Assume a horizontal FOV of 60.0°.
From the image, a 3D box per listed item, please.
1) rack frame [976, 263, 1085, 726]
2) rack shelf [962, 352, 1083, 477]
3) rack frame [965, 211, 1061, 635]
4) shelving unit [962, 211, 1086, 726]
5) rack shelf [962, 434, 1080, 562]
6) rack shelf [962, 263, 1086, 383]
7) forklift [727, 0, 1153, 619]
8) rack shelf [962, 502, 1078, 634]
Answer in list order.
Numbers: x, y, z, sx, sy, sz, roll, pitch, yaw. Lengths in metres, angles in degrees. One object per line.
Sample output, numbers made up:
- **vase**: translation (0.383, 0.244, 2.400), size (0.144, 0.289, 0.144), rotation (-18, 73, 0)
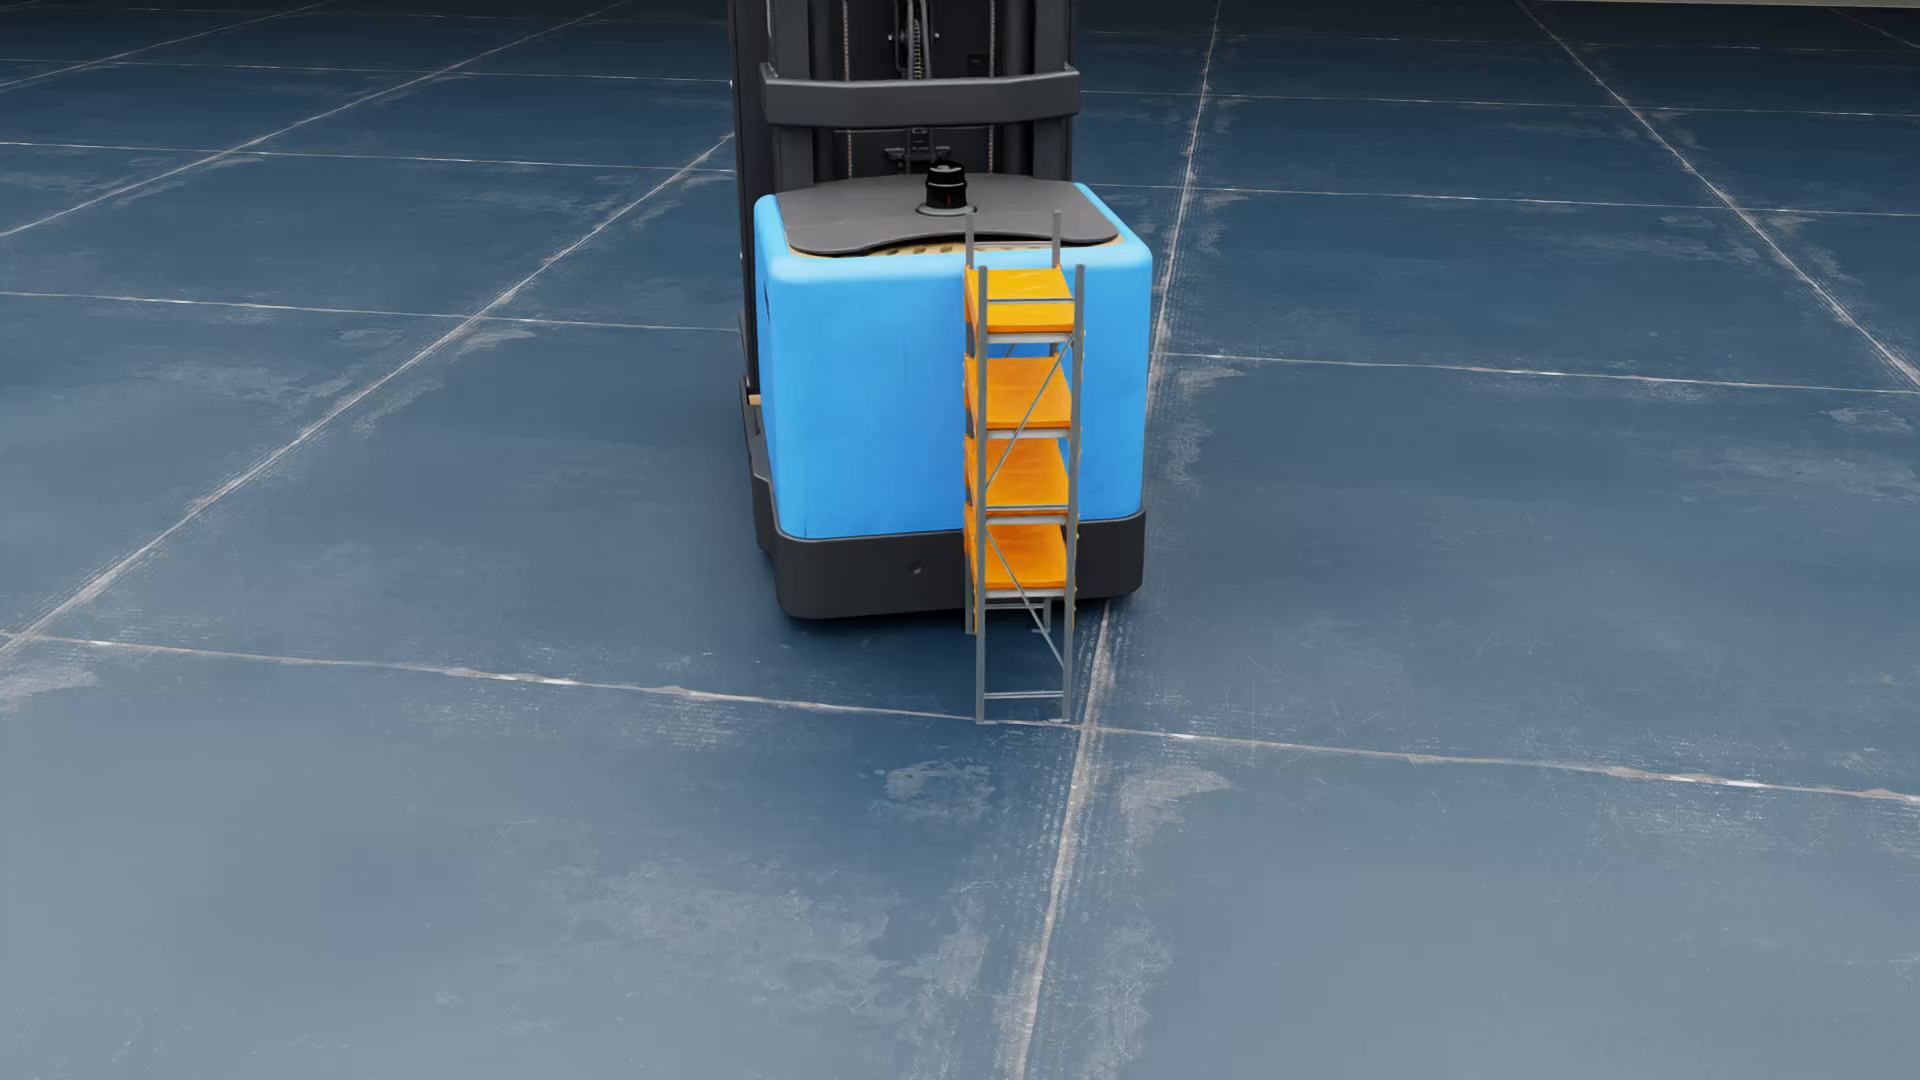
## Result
- **rack frame**: translation (0.161, -0.075, 3.995), size (0.240, 1.200, 0.015), rotation (-1, 25, -3)
- **rack shelf**: translation (0.148, -0.320, 4.150), size (0.258, 0.148, 0.480), rotation (-1, 25, -3)
- **rack frame**: translation (0.134, -0.282, 4.437), size (0.240, 1.200, 0.015), rotation (-1, 25, -3)
- **shelving unit**: translation (0.148, -0.178, 4.216), size (0.258, 1.200, 0.503), rotation (-1, 25, -3)
- **rack shelf**: translation (0.148, -0.118, 4.244), size (0.258, 0.148, 0.480), rotation (-1, 25, -3)
- **rack shelf**: translation (0.148, -0.534, 4.049), size (0.258, 0.148, 0.480), rotation (-1, 25, -3)
- **forklift**: translation (-0.219, -1.704, 5.434), size (1.130, 2.935, 3.031), rotation (-4, 25, -8)
- **rack shelf**: translation (0.148, 0.062, 4.329), size (0.258, 0.148, 0.480), rotation (-1, 25, -3)
